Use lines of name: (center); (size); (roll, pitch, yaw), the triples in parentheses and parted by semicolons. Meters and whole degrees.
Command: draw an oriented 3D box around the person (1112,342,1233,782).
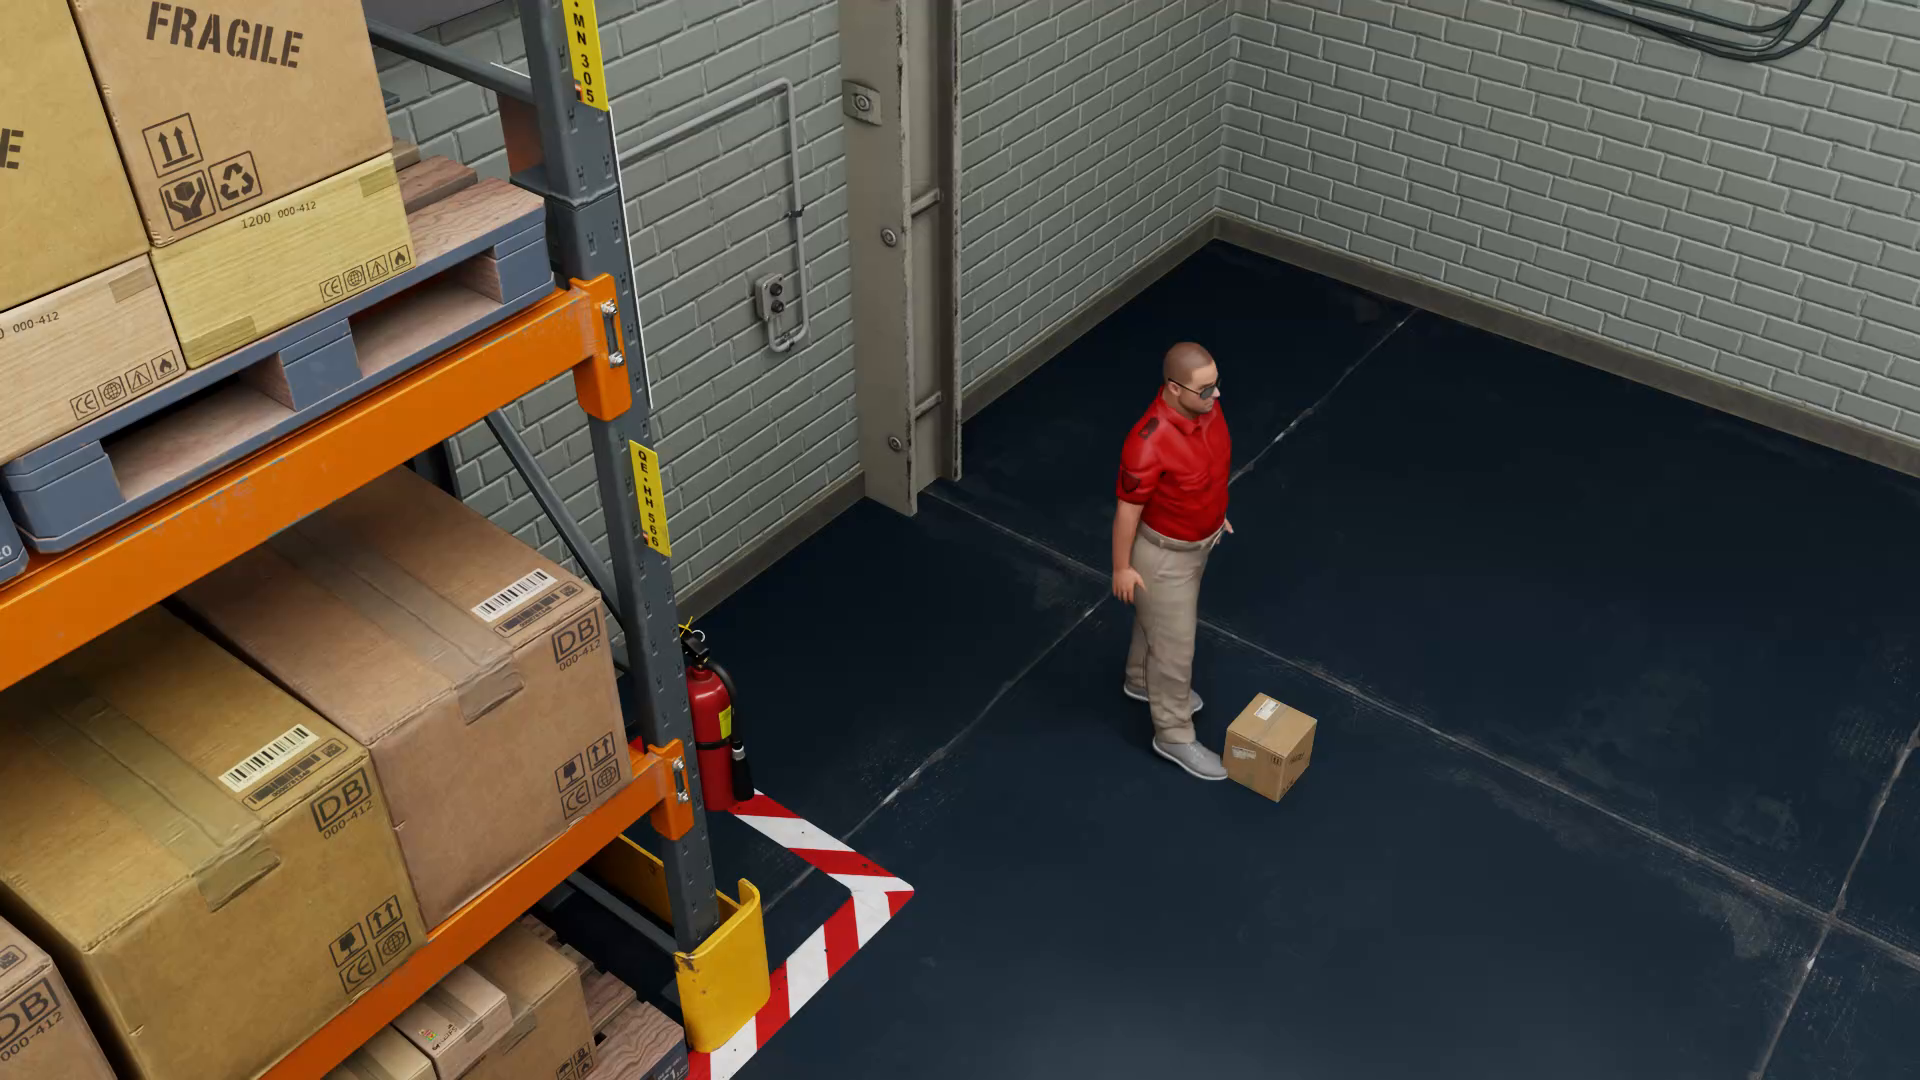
person: (0.898, 0.044, 6.114); (0.559, 1.739, 0.559); (19, 42, 22)
